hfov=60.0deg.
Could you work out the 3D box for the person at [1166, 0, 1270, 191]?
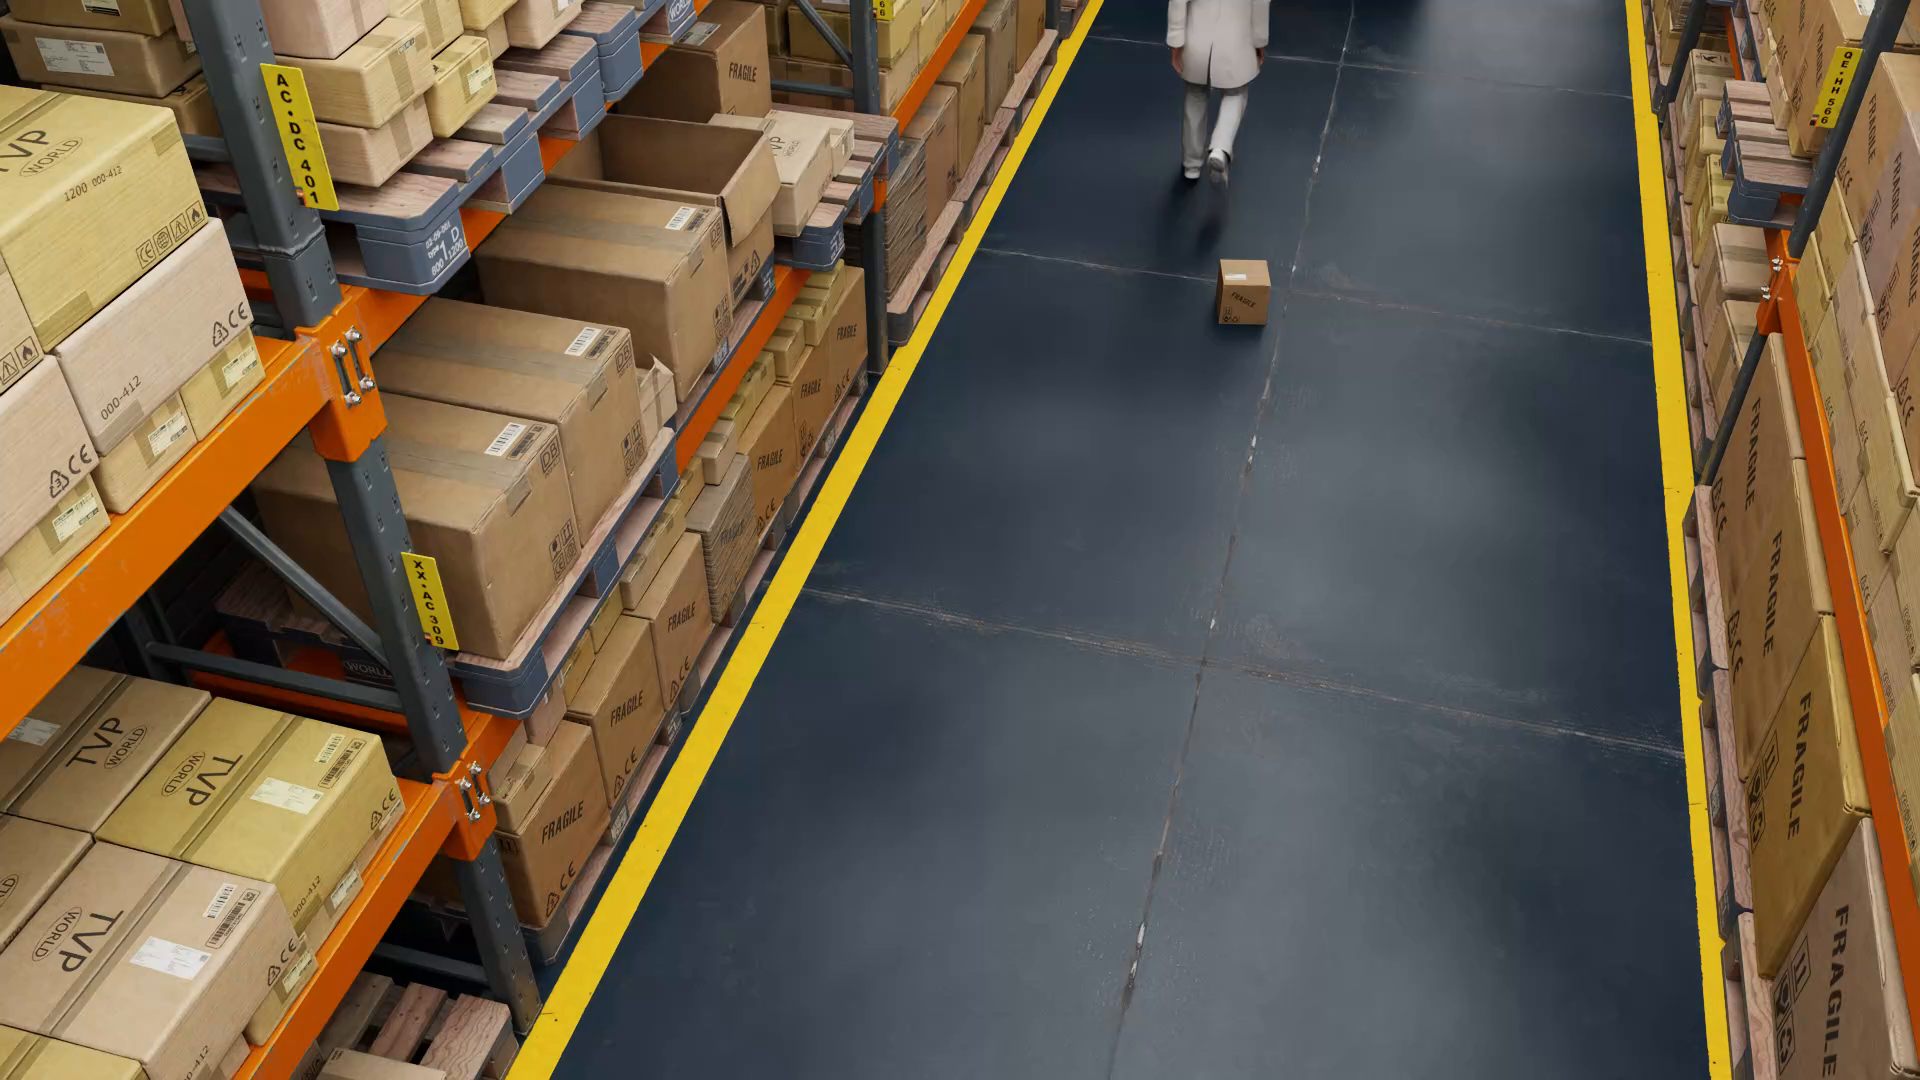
[{"bbox_3d":[1.462,-2.831,9.459,0.577,1.757,0.749,8,41,9],"label":"person"}]
